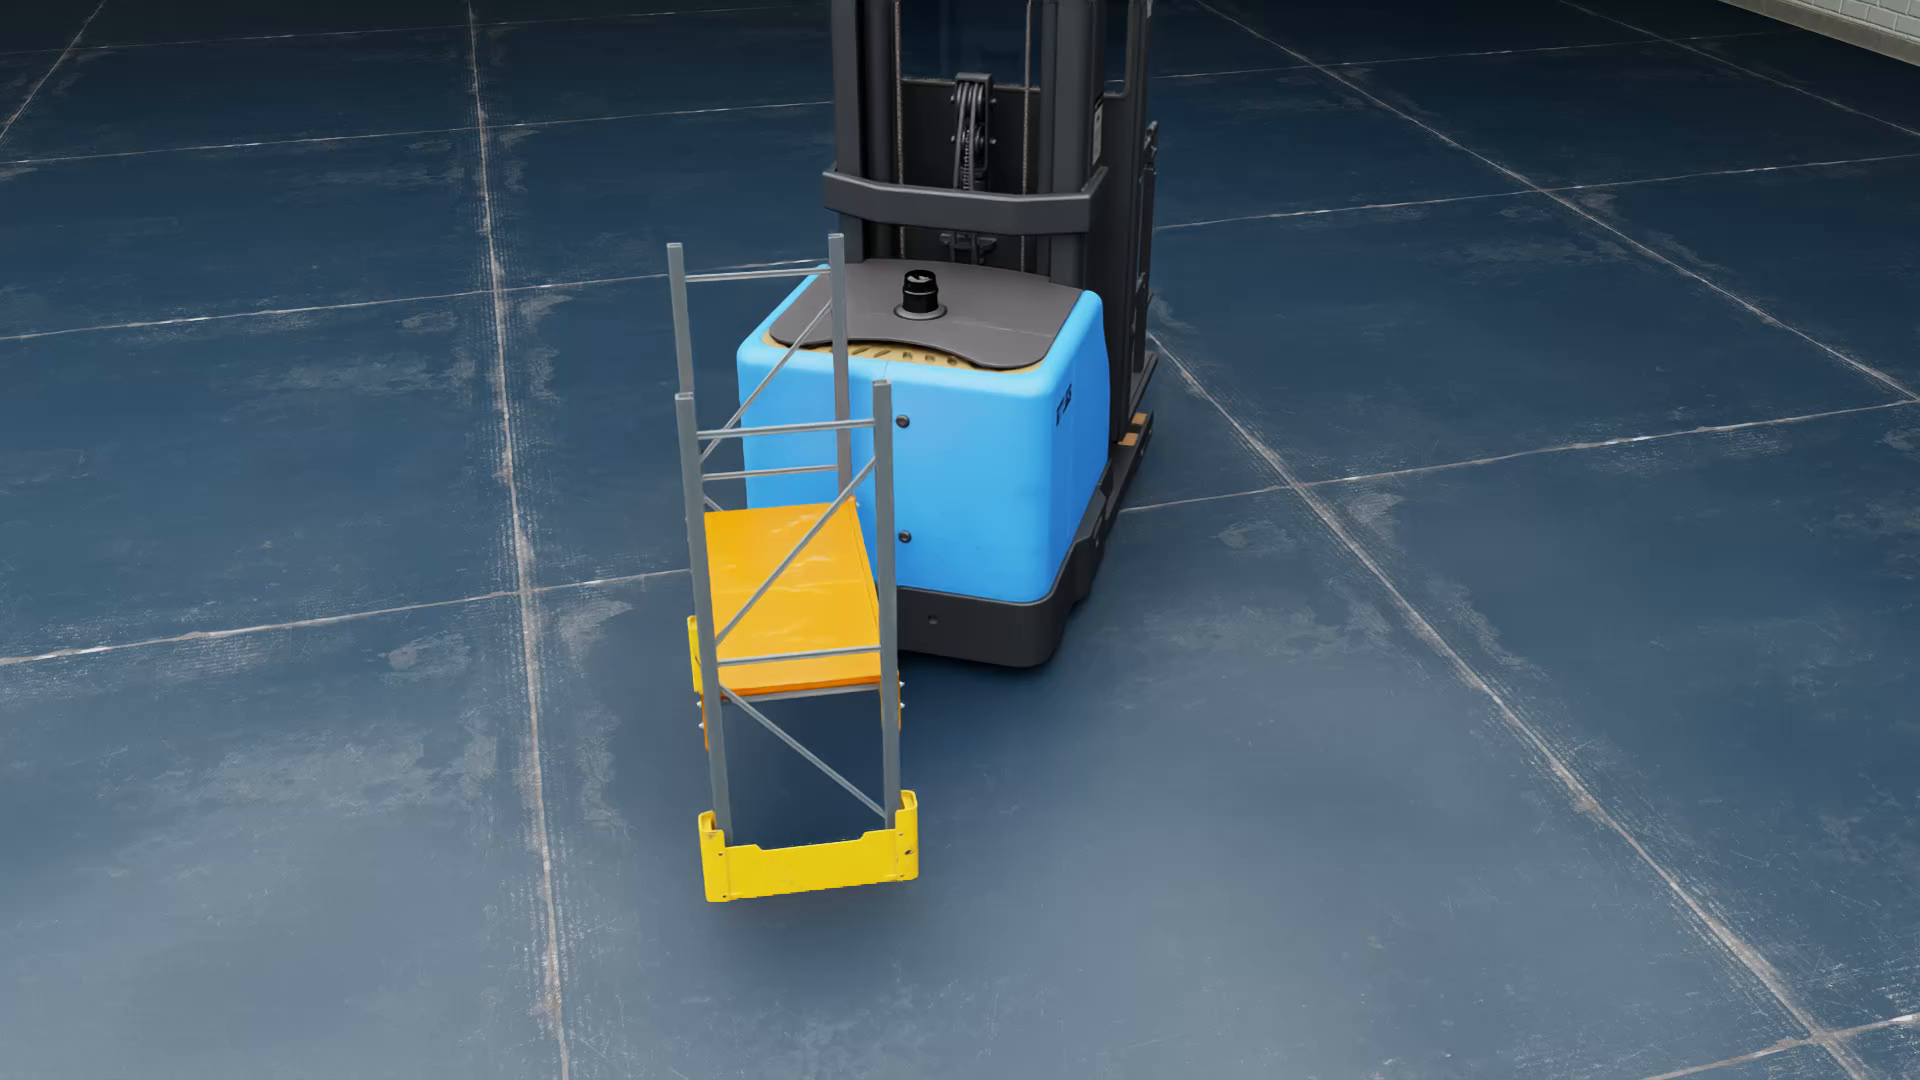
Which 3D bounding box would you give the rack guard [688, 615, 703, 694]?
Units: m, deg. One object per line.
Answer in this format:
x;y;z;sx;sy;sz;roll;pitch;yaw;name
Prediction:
-0.578;0.347;5.402;0.587;0.250;0.087;-5;30;-8;rack guard

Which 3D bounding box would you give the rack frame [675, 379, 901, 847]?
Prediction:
-0.409;0.298;4.238;0.500;1.500;0.032;-5;30;-8;rack frame

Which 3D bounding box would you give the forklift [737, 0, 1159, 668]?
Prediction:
0.174;-1.581;6.055;1.130;2.935;3.031;8;31;13;forklift

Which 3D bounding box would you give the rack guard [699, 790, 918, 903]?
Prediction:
-0.409;0.838;4.552;0.587;0.250;0.087;-5;30;-8;rack guard

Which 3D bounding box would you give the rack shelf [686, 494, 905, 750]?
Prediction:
-0.495;0.203;4.762;0.538;0.185;1.000;-5;30;-8;rack shelf

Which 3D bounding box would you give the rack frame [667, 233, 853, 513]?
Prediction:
-0.581;-0.204;5.105;0.500;1.500;0.032;-5;30;-8;rack frame

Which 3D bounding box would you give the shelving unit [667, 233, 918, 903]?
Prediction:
-0.493;0.052;4.664;0.587;1.500;1.083;-5;30;-8;shelving unit
